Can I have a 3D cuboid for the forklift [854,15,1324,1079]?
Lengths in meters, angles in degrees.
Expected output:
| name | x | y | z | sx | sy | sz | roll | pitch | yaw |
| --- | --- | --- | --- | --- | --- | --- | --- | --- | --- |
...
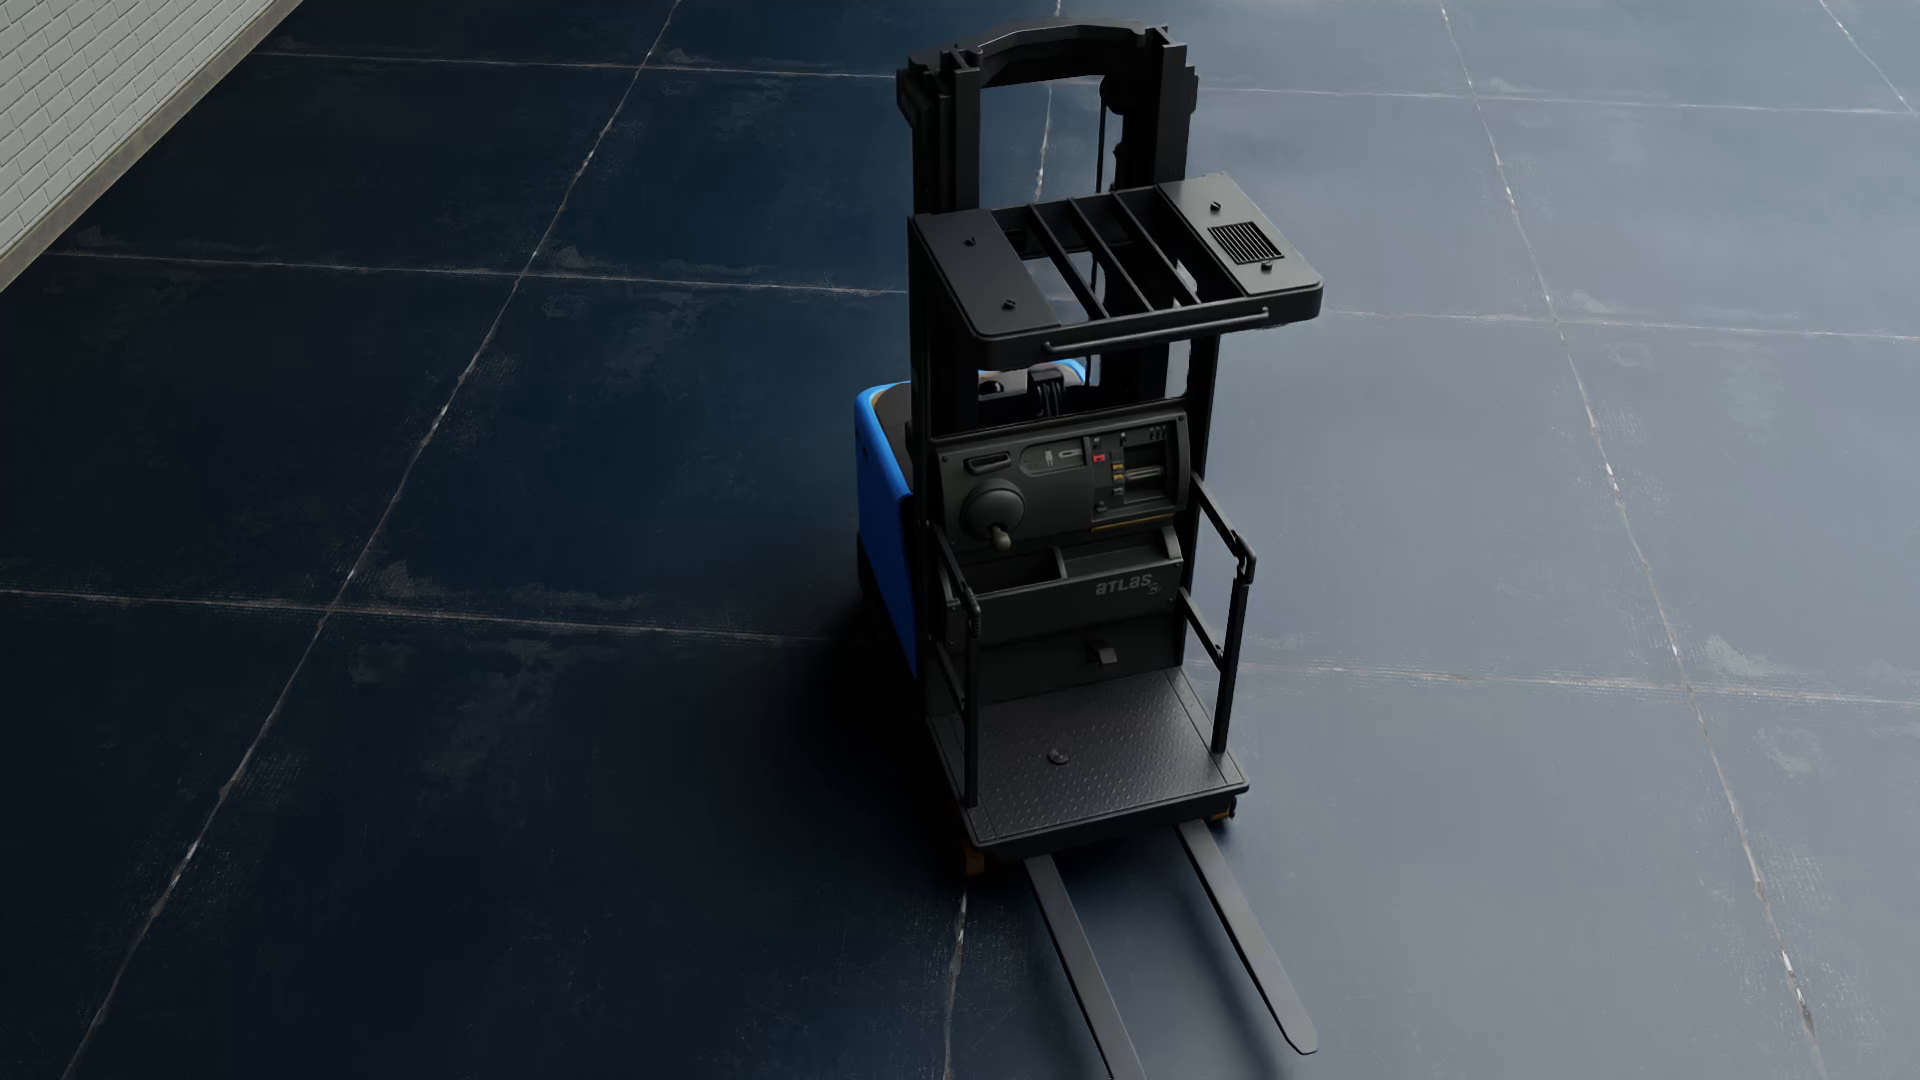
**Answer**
| name | x | y | z | sx | sy | sz | roll | pitch | yaw |
| --- | --- | --- | --- | --- | --- | --- | --- | --- | --- |
| forklift | 0.440 | -0.135 | 5.764 | 1.130 | 2.935 | 3.031 | -10 | 40 | -13 |
